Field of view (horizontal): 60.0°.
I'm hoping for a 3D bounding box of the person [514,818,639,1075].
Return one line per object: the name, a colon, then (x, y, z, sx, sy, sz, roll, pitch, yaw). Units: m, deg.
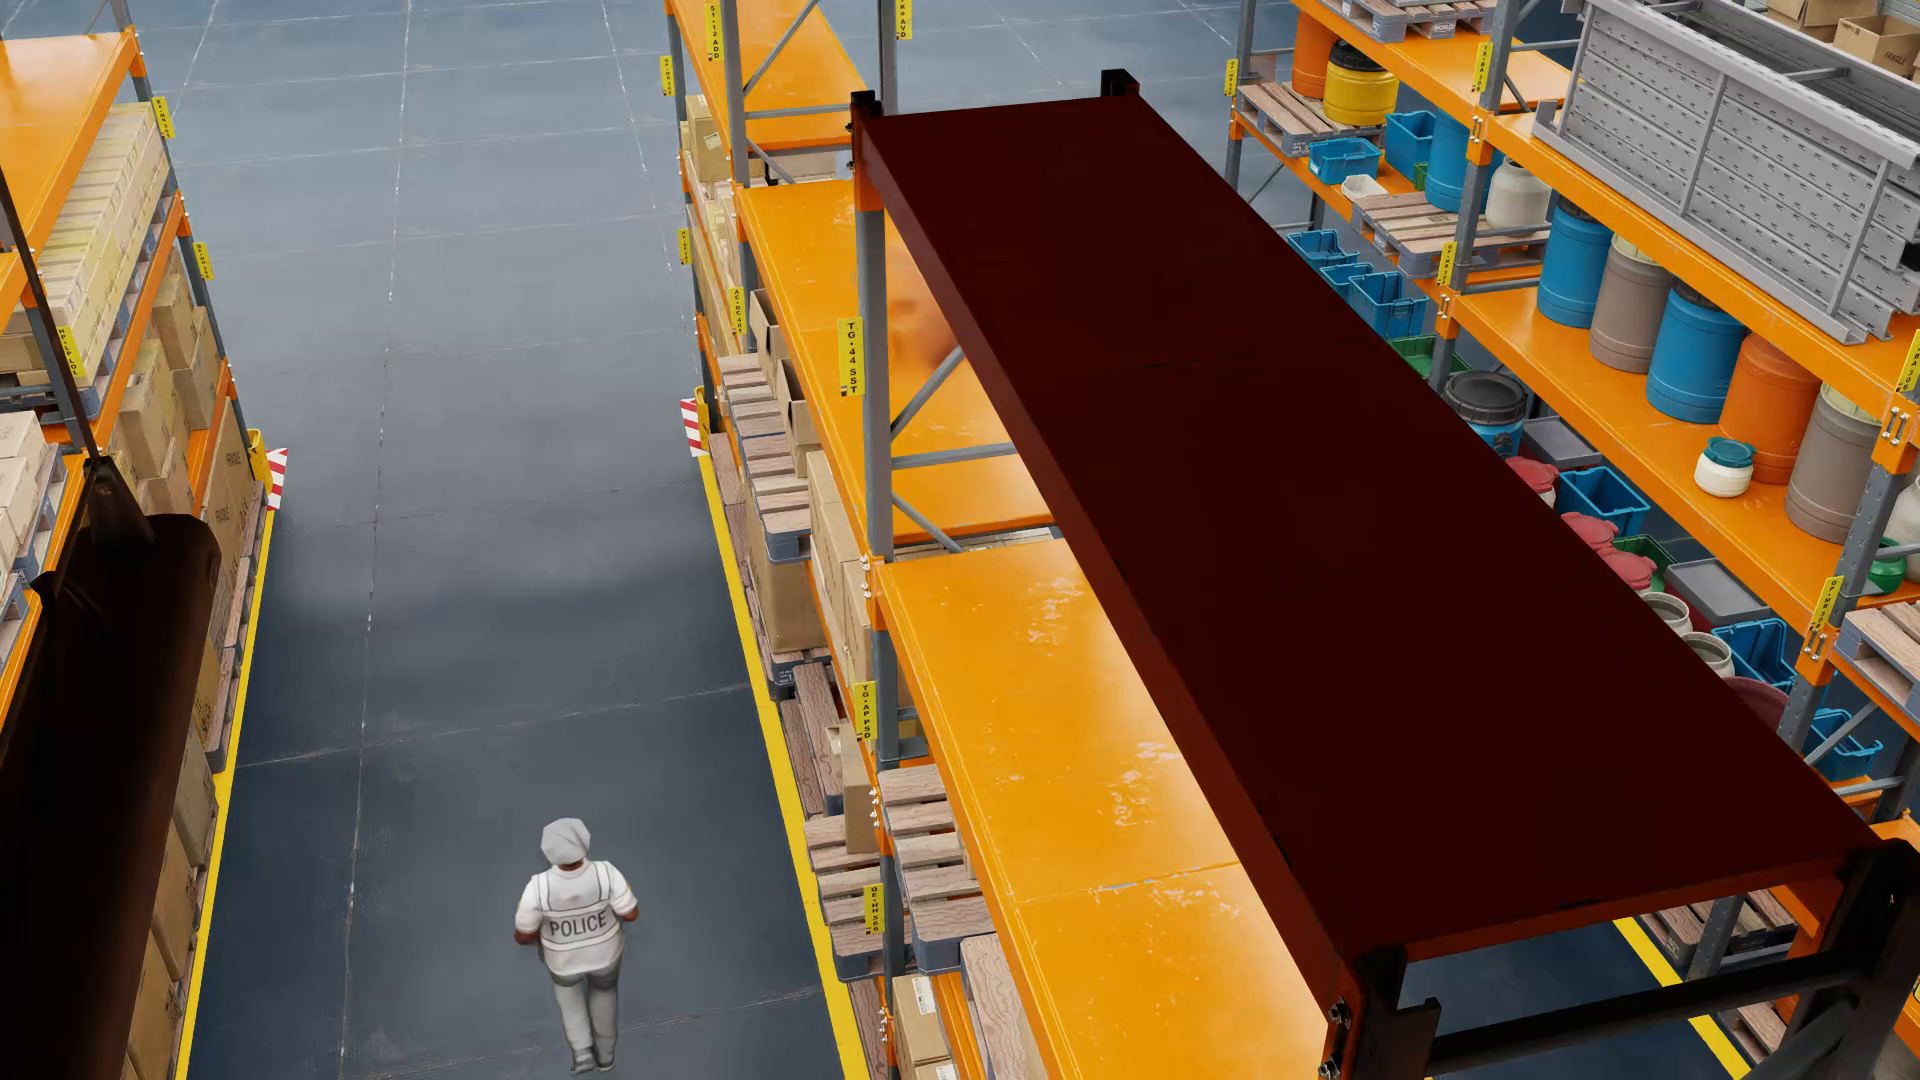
person: (-2.033, 2.149, 8.923, 0.640, 1.778, 0.535, -9, 35, -13)
